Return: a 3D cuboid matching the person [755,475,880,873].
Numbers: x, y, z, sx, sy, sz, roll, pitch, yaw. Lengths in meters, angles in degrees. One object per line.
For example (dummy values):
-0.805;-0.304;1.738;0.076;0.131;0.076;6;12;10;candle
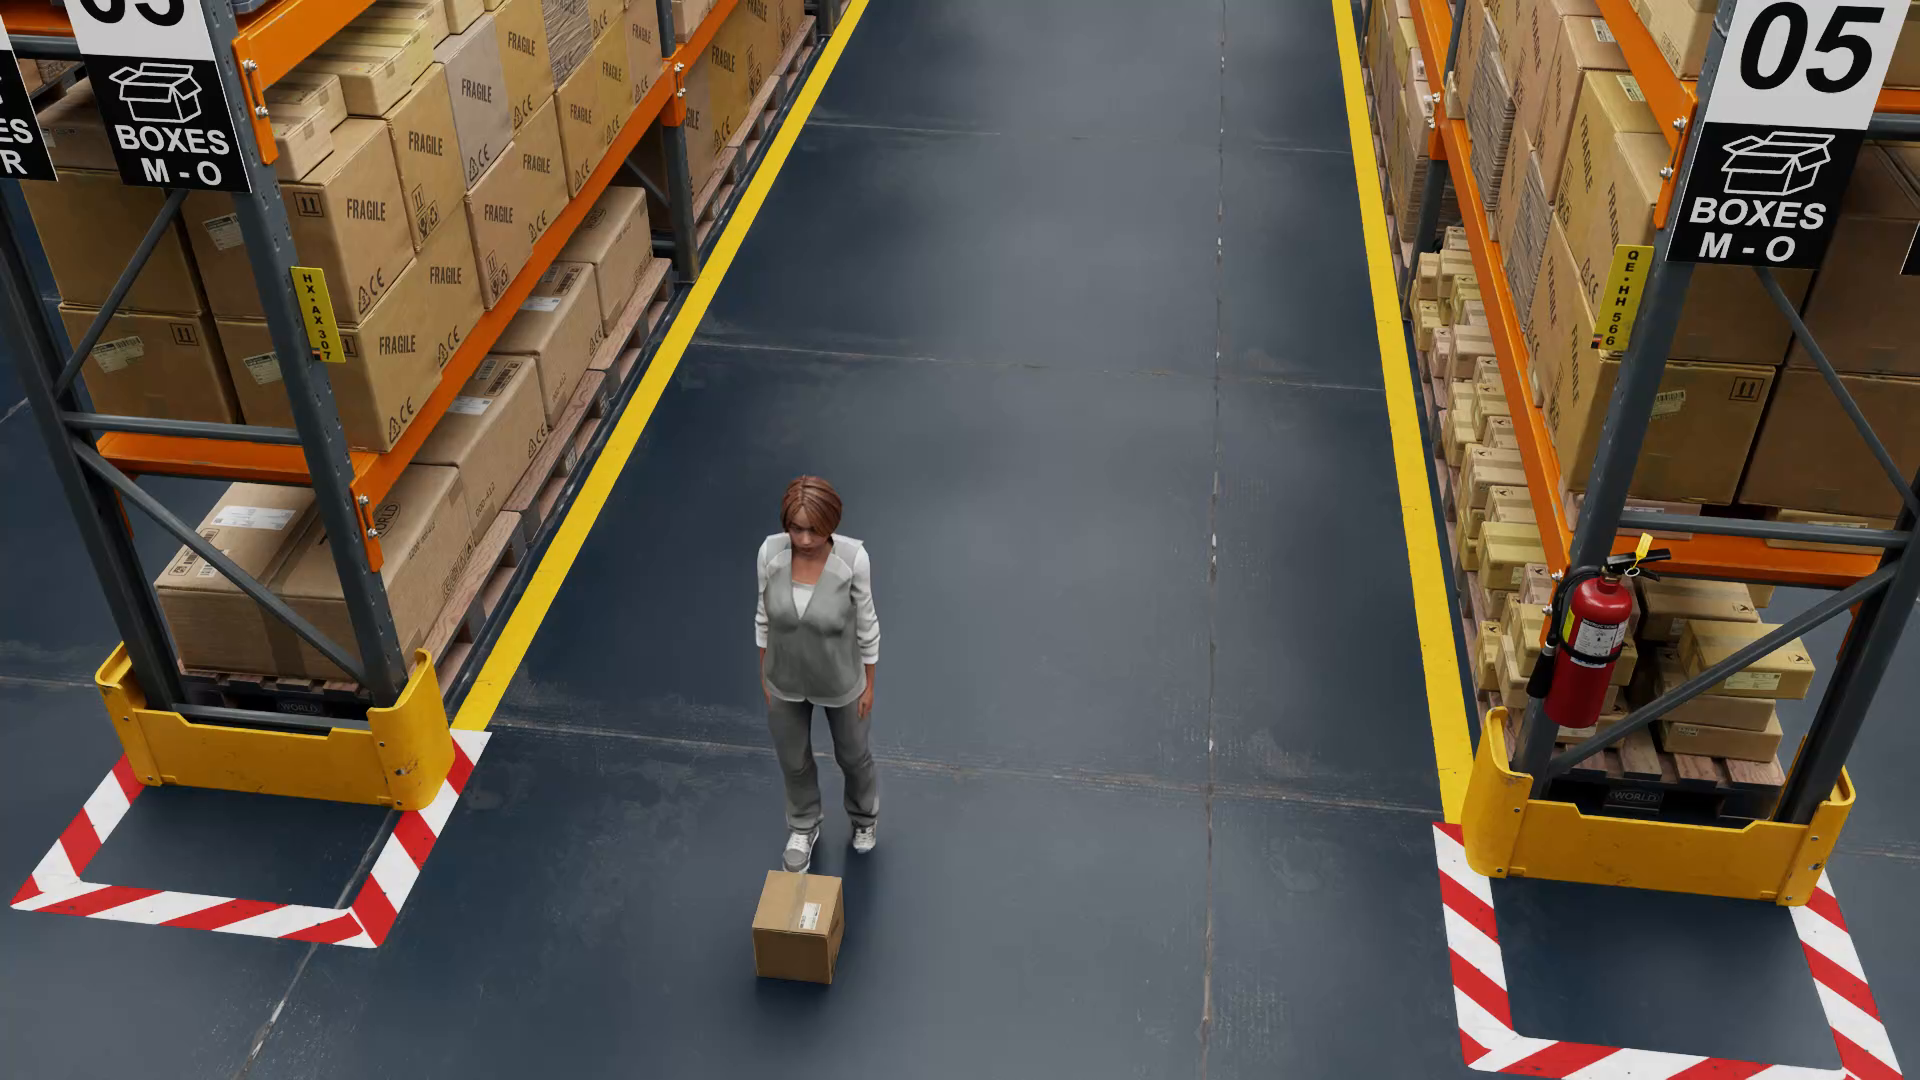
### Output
-0.465;0.490;5.544;0.412;1.654;0.365;5;37;7;person
